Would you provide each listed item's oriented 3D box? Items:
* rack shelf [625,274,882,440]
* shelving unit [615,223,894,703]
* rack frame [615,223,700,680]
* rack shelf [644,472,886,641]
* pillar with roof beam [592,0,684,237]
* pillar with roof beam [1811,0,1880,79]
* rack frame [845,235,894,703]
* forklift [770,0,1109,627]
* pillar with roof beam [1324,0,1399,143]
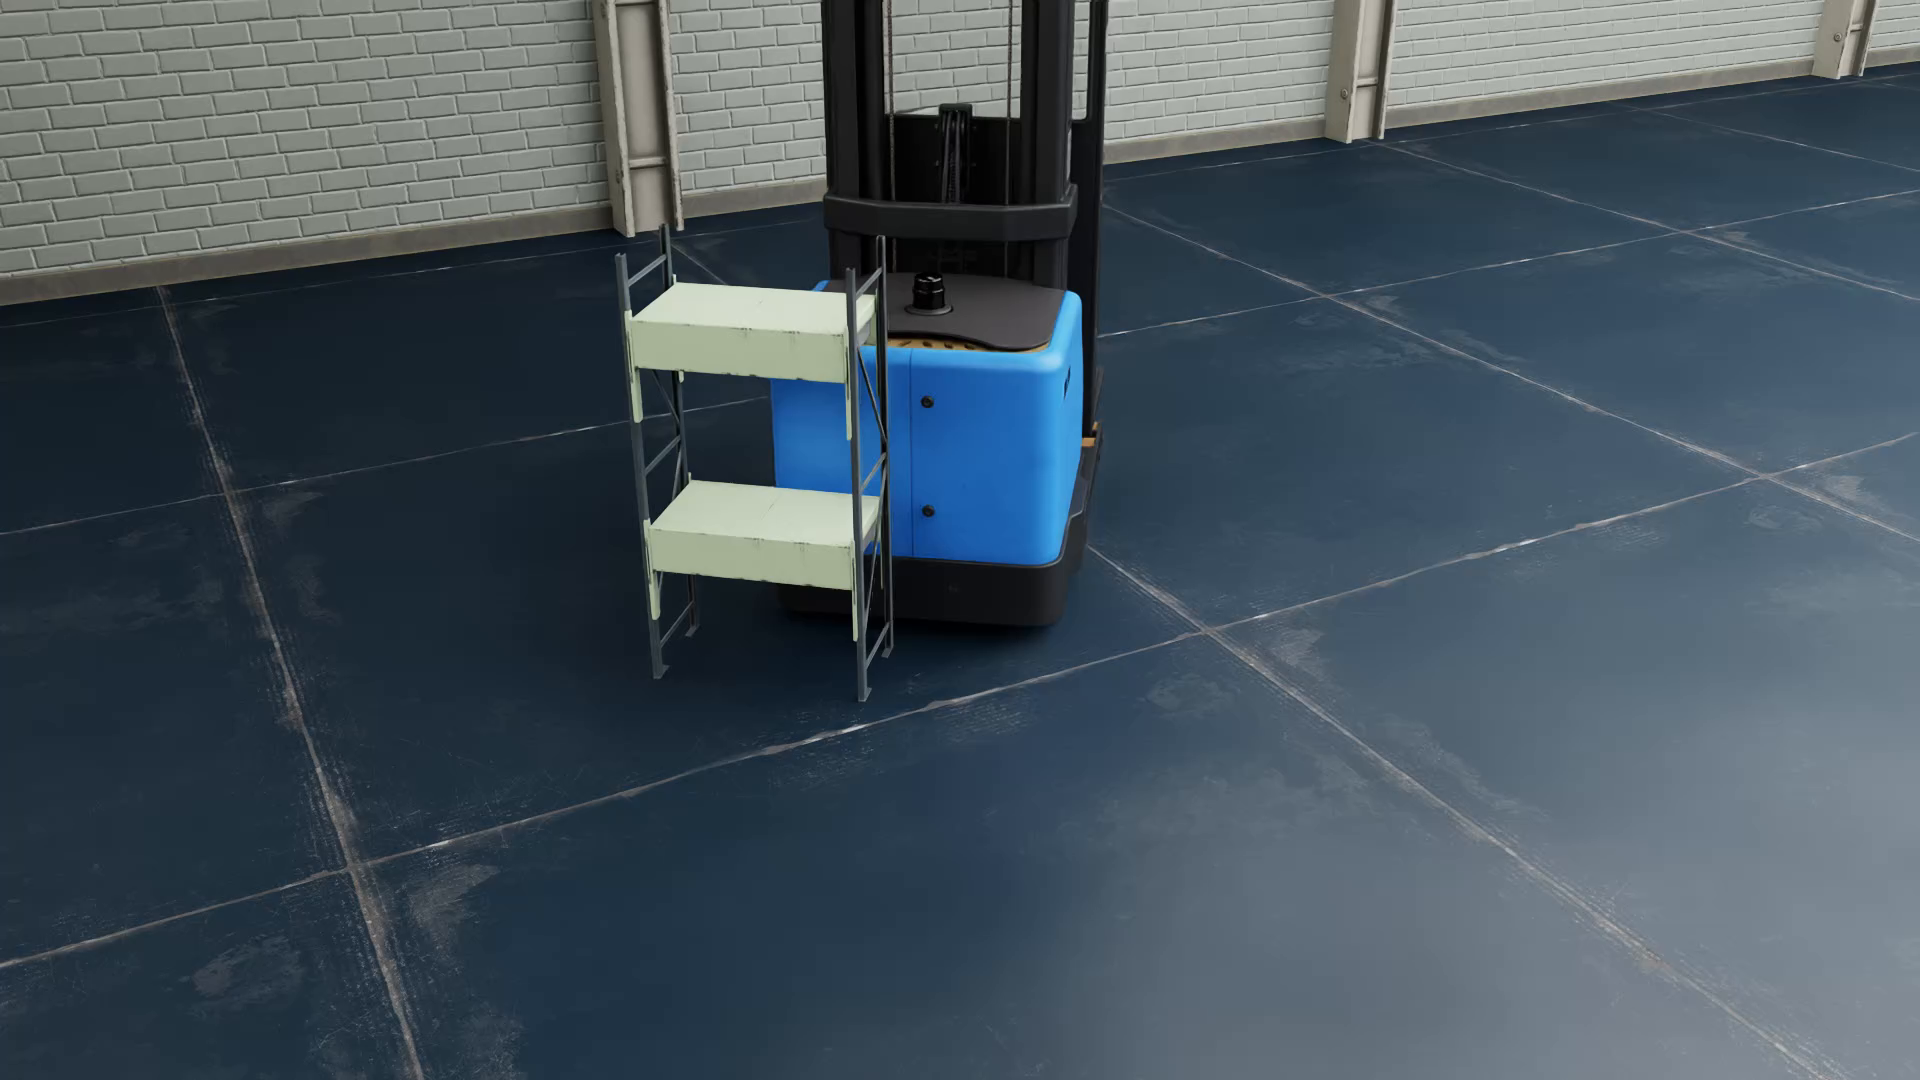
[{"bbox_3d":[-0.648,-0.597,5.359,0.720,0.370,0.431,5,26,11],"label":"rack shelf"},{"bbox_3d":[-0.648,-0.245,5.528,0.755,1.500,0.431,5,26,11],"label":"shelving unit"},{"bbox_3d":[-1.006,-0.278,5.597,0.023,1.500,0.400,5,26,11],"label":"rack frame"},{"bbox_3d":[-0.648,0.049,5.669,0.720,0.370,0.431,5,26,11],"label":"rack shelf"},{"bbox_3d":[-0.050,-4.491,5.706,0.400,9.000,9.100,-13,29,-25],"label":"pillar with roof beam"},{"bbox_3d":[10.538,-6.935,10.797,0.400,9.000,9.100,-13,29,-25],"label":"pillar with roof beam"},{"bbox_3d":[-0.290,-0.212,5.459,0.023,1.500,0.400,5,26,11],"label":"rack frame"},{"bbox_3d":[0.052,-1.620,6.739,1.130,2.935,3.031,4,26,8],"label":"forklift"},{"bbox_3d":[5.244,-5.713,8.252,0.400,9.000,9.100,-13,29,-25],"label":"pillar with roof beam"}]
